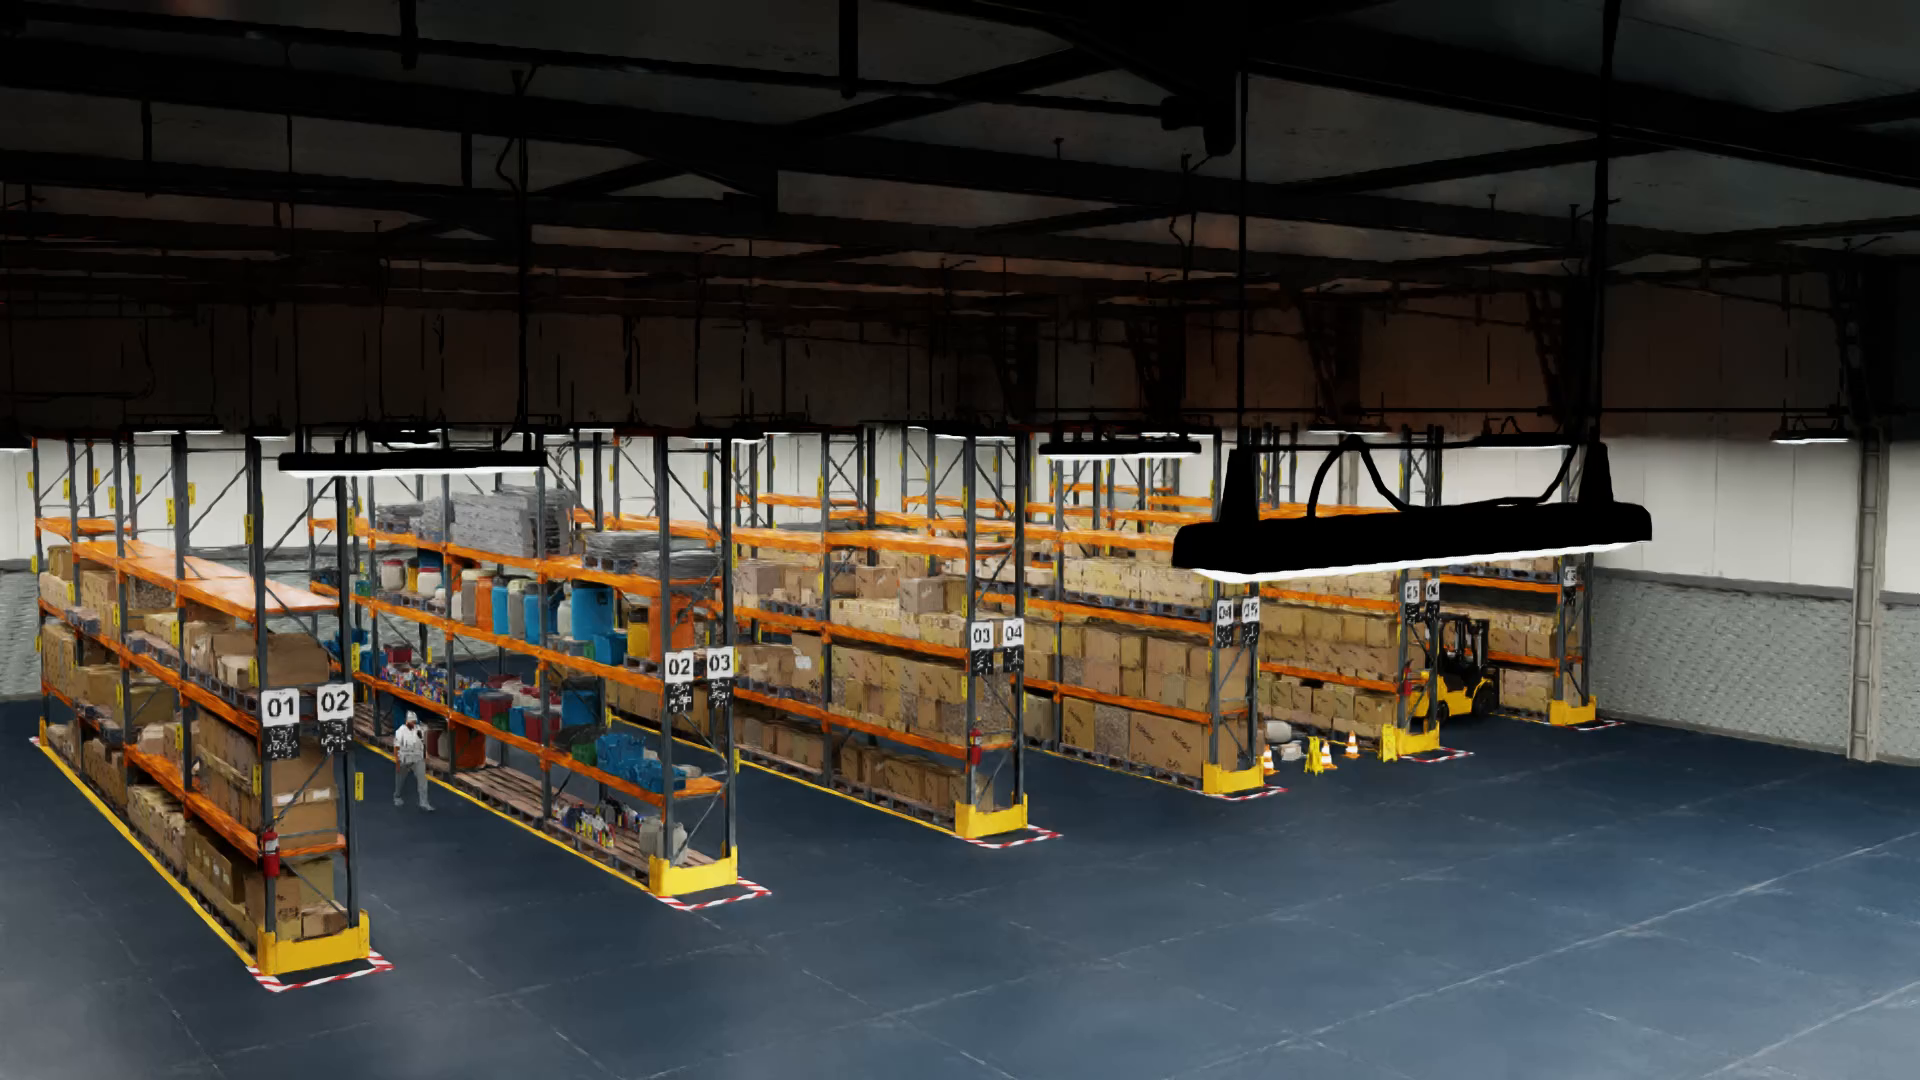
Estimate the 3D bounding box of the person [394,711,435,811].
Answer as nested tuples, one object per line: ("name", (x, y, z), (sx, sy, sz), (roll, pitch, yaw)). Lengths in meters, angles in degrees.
("person", (-8.684, 3.466, 26.260), (0.497, 1.583, 1.090), (-3, 5, -34))
